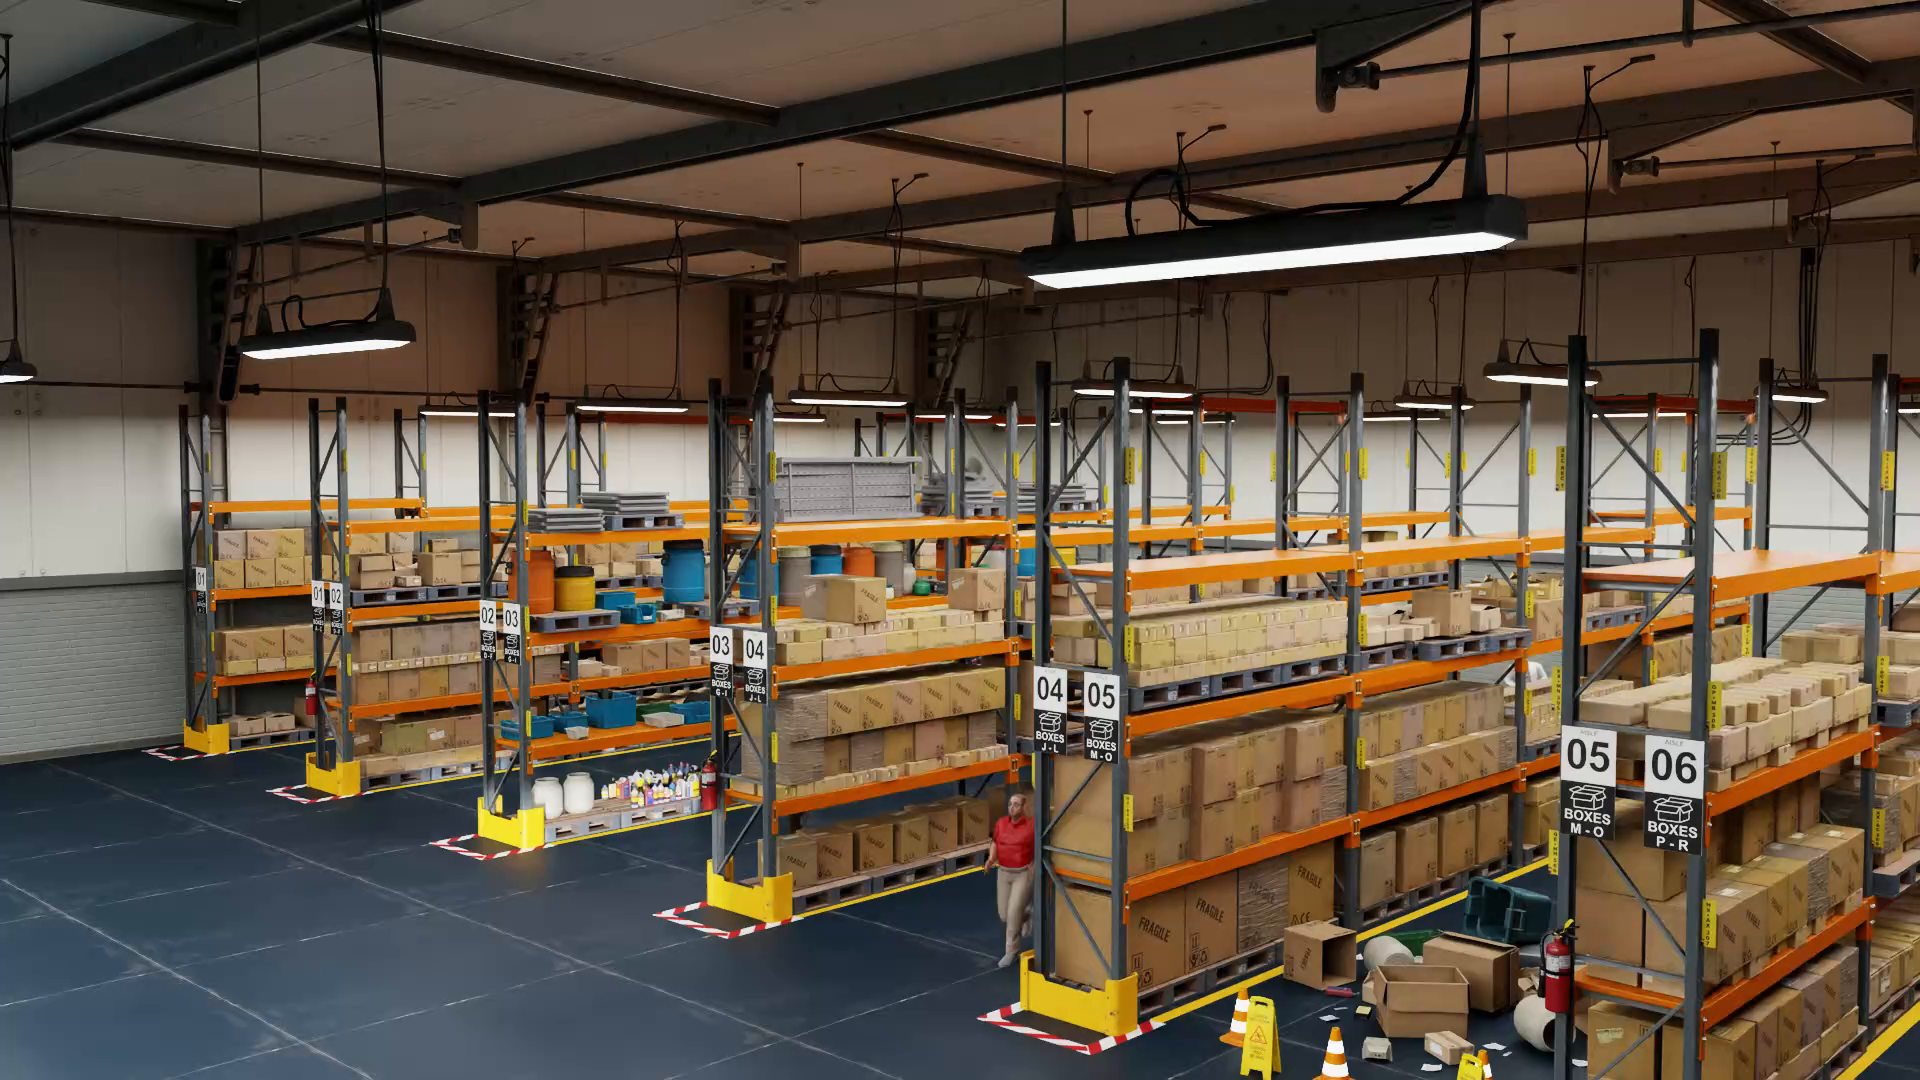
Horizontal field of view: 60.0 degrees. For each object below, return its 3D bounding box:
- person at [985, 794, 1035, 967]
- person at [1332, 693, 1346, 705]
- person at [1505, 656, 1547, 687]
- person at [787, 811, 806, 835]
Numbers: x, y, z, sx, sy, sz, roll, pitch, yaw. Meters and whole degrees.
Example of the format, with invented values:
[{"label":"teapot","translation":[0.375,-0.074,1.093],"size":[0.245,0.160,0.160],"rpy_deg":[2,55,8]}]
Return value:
[{"label":"person","translation":[0.616,3.443,16.989],"size":[0.673,1.728,0.784],"rpy_deg":[2,4,31]},{"label":"person","translation":[5.689,3.028,24.867],"size":[0.549,1.719,0.687],"rpy_deg":[3,4,44]},{"label":"person","translation":[10.034,2.779,29.417],"size":[0.716,1.696,0.619],"rpy_deg":[0,3,7]},{"label":"person","translation":[-2.175,3.154,22.021],"size":[0.723,1.747,0.634],"rpy_deg":[2,3,30]}]
